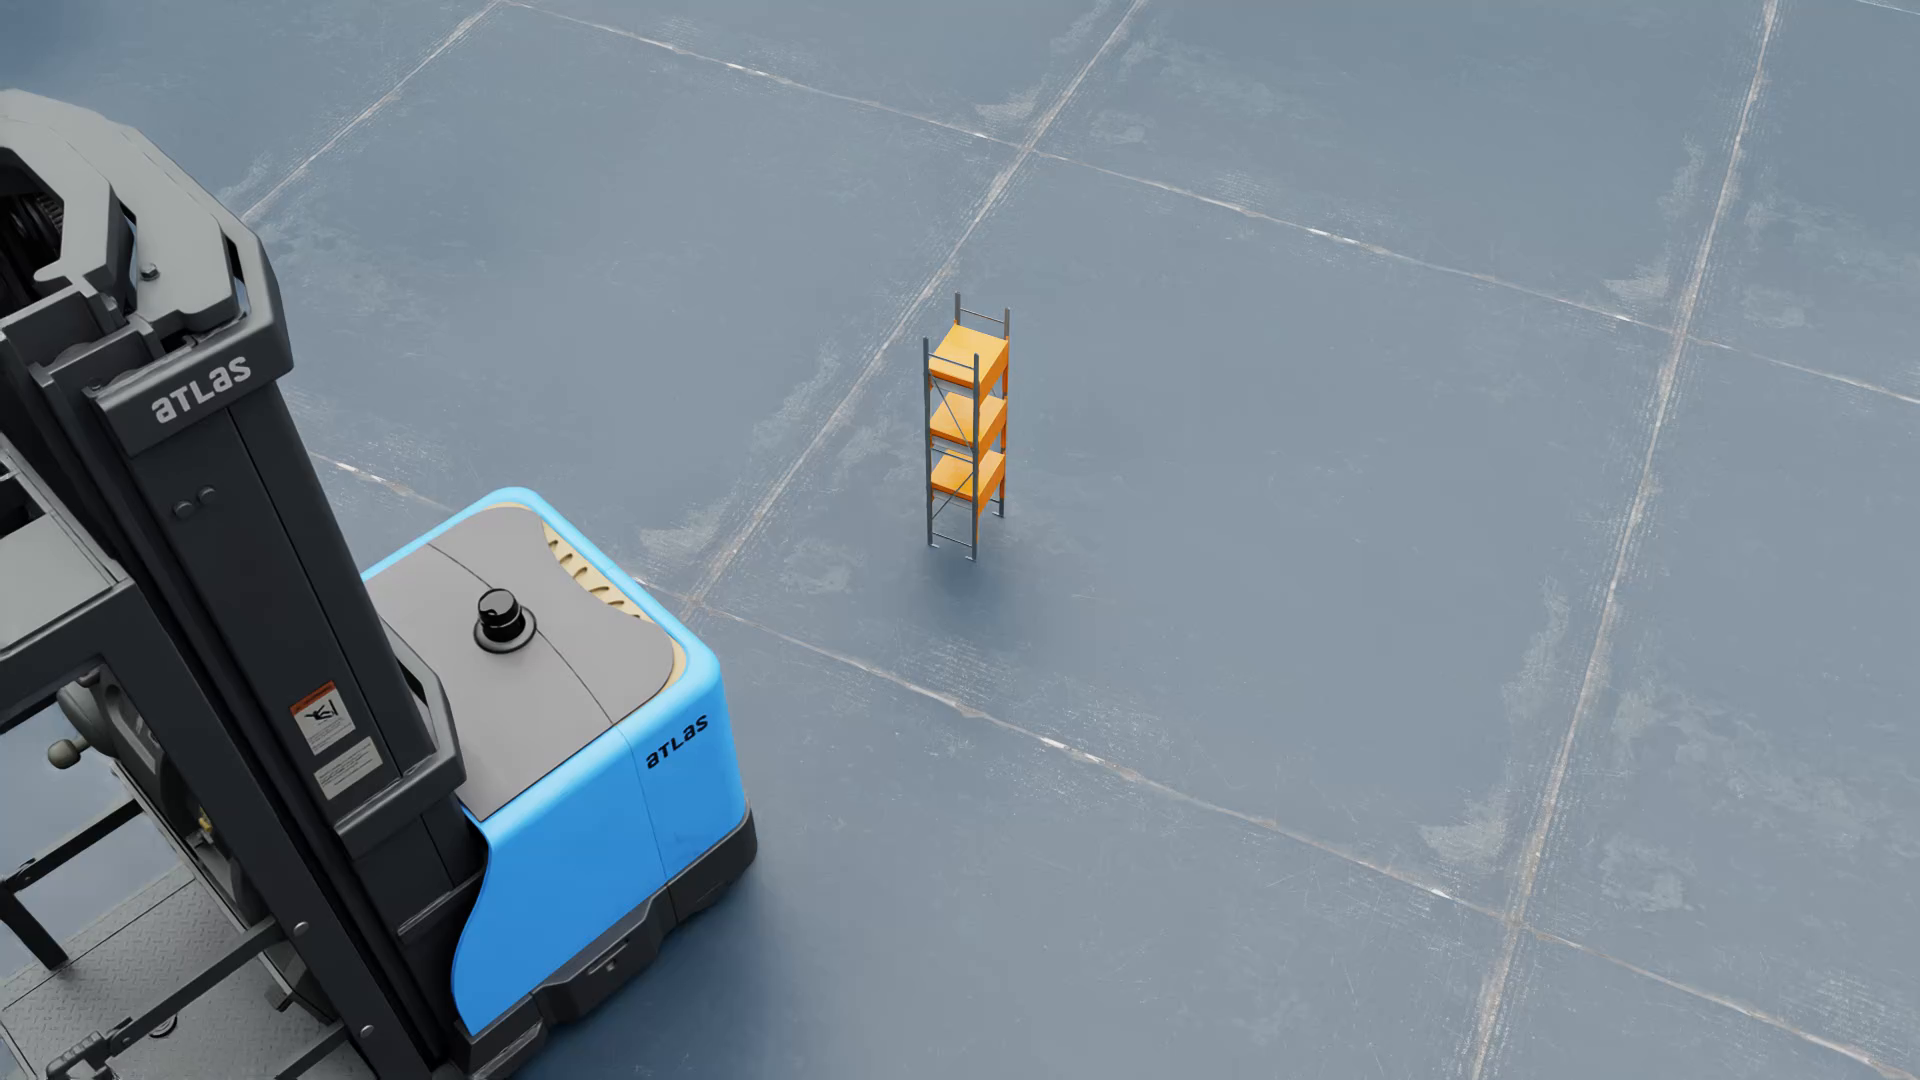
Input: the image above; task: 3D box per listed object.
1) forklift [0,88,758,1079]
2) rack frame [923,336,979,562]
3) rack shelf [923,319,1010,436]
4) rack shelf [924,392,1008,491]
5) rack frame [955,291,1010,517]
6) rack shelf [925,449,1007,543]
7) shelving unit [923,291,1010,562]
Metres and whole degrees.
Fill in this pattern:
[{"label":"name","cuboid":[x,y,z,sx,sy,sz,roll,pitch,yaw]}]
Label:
[{"label":"forklift","cuboid":[-2.048,0.611,3.806,3.031,2.935,1.130,-37,59,-27]},{"label":"rack frame","cuboid":[-0.029,-0.293,5.810,0.200,1.050,0.008,20,52,16]},{"label":"rack shelf","cuboid":[0.023,-0.554,5.673,0.215,0.259,0.240,20,52,16]},{"label":"rack shelf","cuboid":[0.023,-0.370,5.890,0.215,0.259,0.240,20,52,16]},{"label":"rack frame","cuboid":[0.075,-0.461,5.953,0.200,1.050,0.008,20,52,16]},{"label":"rack shelf","cuboid":[0.023,-0.190,6.101,0.215,0.259,0.240,20,52,16]},{"label":"shelving unit","cuboid":[0.023,-0.377,5.882,0.215,1.050,0.252,20,52,16]}]
